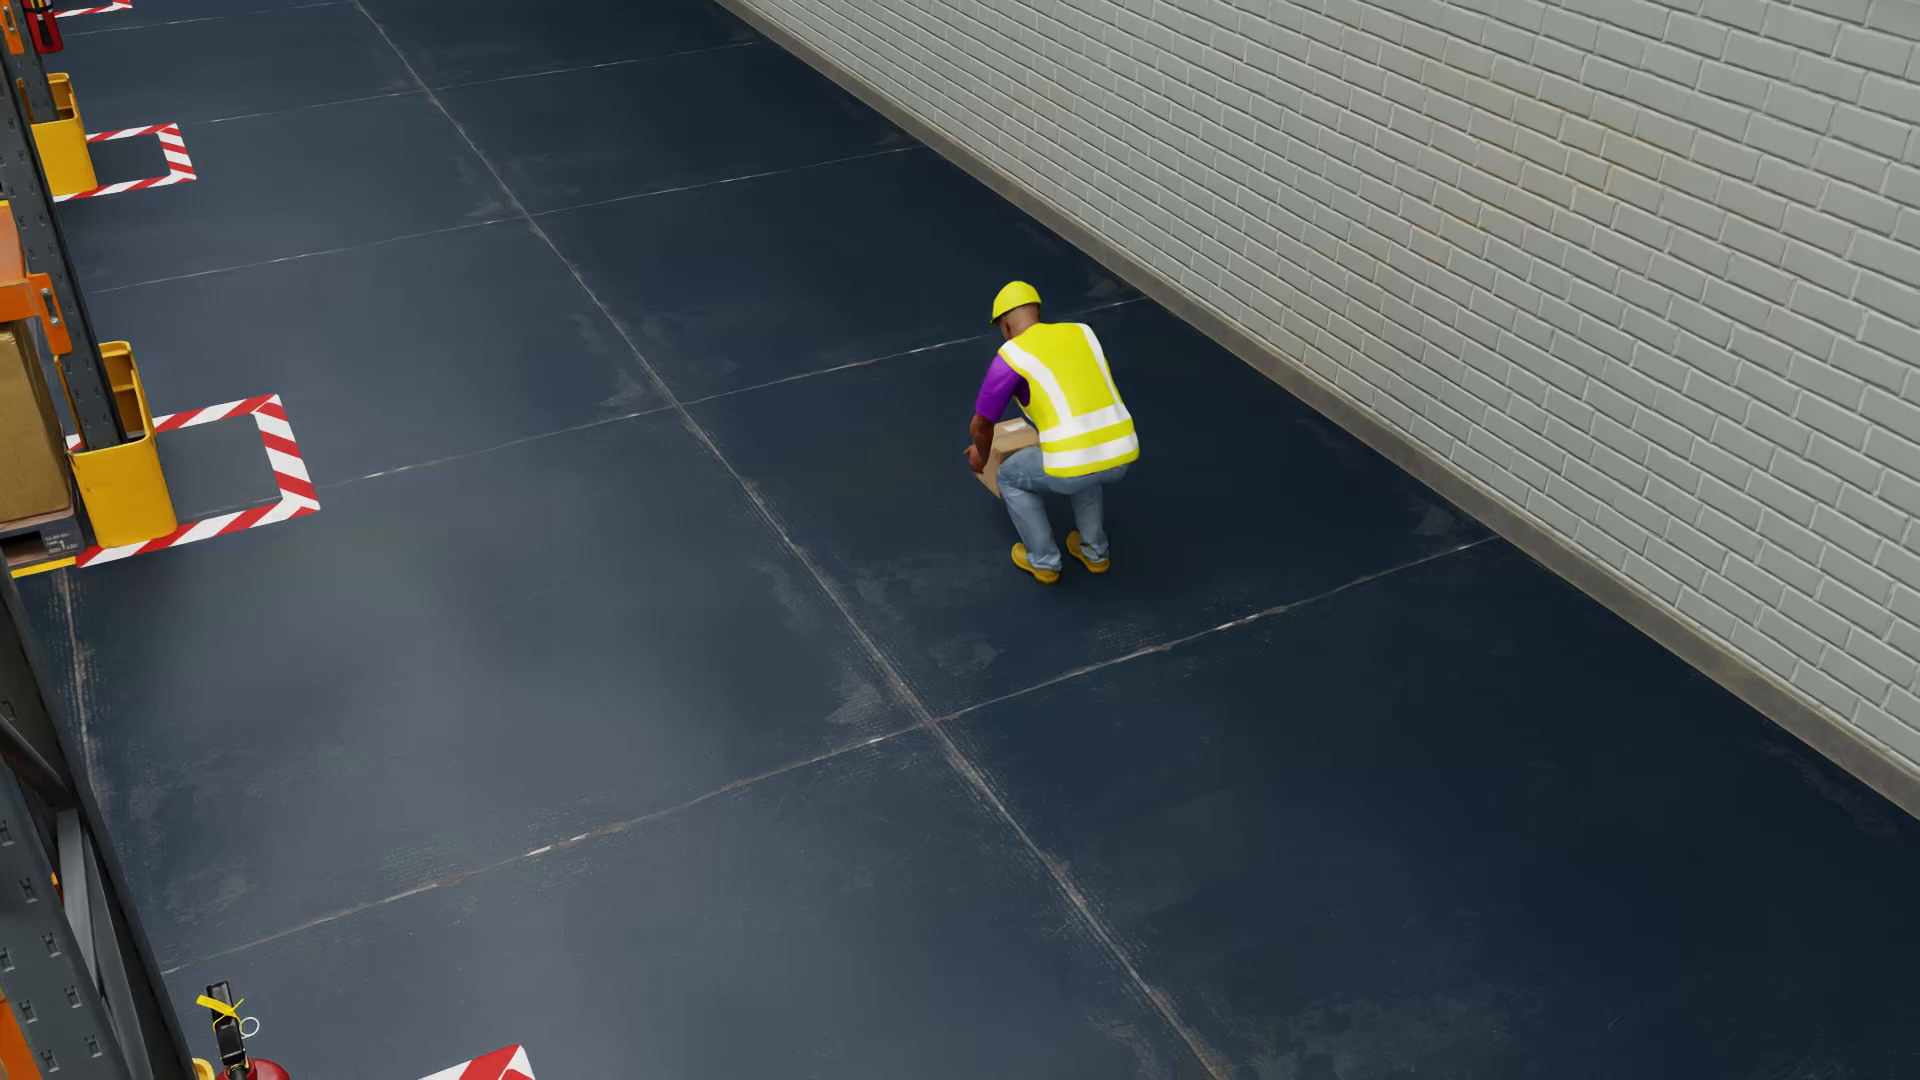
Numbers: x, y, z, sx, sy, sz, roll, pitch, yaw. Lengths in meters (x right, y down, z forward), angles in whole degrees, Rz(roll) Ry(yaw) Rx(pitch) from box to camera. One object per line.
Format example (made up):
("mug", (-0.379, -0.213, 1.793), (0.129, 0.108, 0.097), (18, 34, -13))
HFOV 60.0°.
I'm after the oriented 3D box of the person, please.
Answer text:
("person", (0.393, -0.437, 7.265), (0.626, 1.257, 0.823), (-16, 36, -23))
